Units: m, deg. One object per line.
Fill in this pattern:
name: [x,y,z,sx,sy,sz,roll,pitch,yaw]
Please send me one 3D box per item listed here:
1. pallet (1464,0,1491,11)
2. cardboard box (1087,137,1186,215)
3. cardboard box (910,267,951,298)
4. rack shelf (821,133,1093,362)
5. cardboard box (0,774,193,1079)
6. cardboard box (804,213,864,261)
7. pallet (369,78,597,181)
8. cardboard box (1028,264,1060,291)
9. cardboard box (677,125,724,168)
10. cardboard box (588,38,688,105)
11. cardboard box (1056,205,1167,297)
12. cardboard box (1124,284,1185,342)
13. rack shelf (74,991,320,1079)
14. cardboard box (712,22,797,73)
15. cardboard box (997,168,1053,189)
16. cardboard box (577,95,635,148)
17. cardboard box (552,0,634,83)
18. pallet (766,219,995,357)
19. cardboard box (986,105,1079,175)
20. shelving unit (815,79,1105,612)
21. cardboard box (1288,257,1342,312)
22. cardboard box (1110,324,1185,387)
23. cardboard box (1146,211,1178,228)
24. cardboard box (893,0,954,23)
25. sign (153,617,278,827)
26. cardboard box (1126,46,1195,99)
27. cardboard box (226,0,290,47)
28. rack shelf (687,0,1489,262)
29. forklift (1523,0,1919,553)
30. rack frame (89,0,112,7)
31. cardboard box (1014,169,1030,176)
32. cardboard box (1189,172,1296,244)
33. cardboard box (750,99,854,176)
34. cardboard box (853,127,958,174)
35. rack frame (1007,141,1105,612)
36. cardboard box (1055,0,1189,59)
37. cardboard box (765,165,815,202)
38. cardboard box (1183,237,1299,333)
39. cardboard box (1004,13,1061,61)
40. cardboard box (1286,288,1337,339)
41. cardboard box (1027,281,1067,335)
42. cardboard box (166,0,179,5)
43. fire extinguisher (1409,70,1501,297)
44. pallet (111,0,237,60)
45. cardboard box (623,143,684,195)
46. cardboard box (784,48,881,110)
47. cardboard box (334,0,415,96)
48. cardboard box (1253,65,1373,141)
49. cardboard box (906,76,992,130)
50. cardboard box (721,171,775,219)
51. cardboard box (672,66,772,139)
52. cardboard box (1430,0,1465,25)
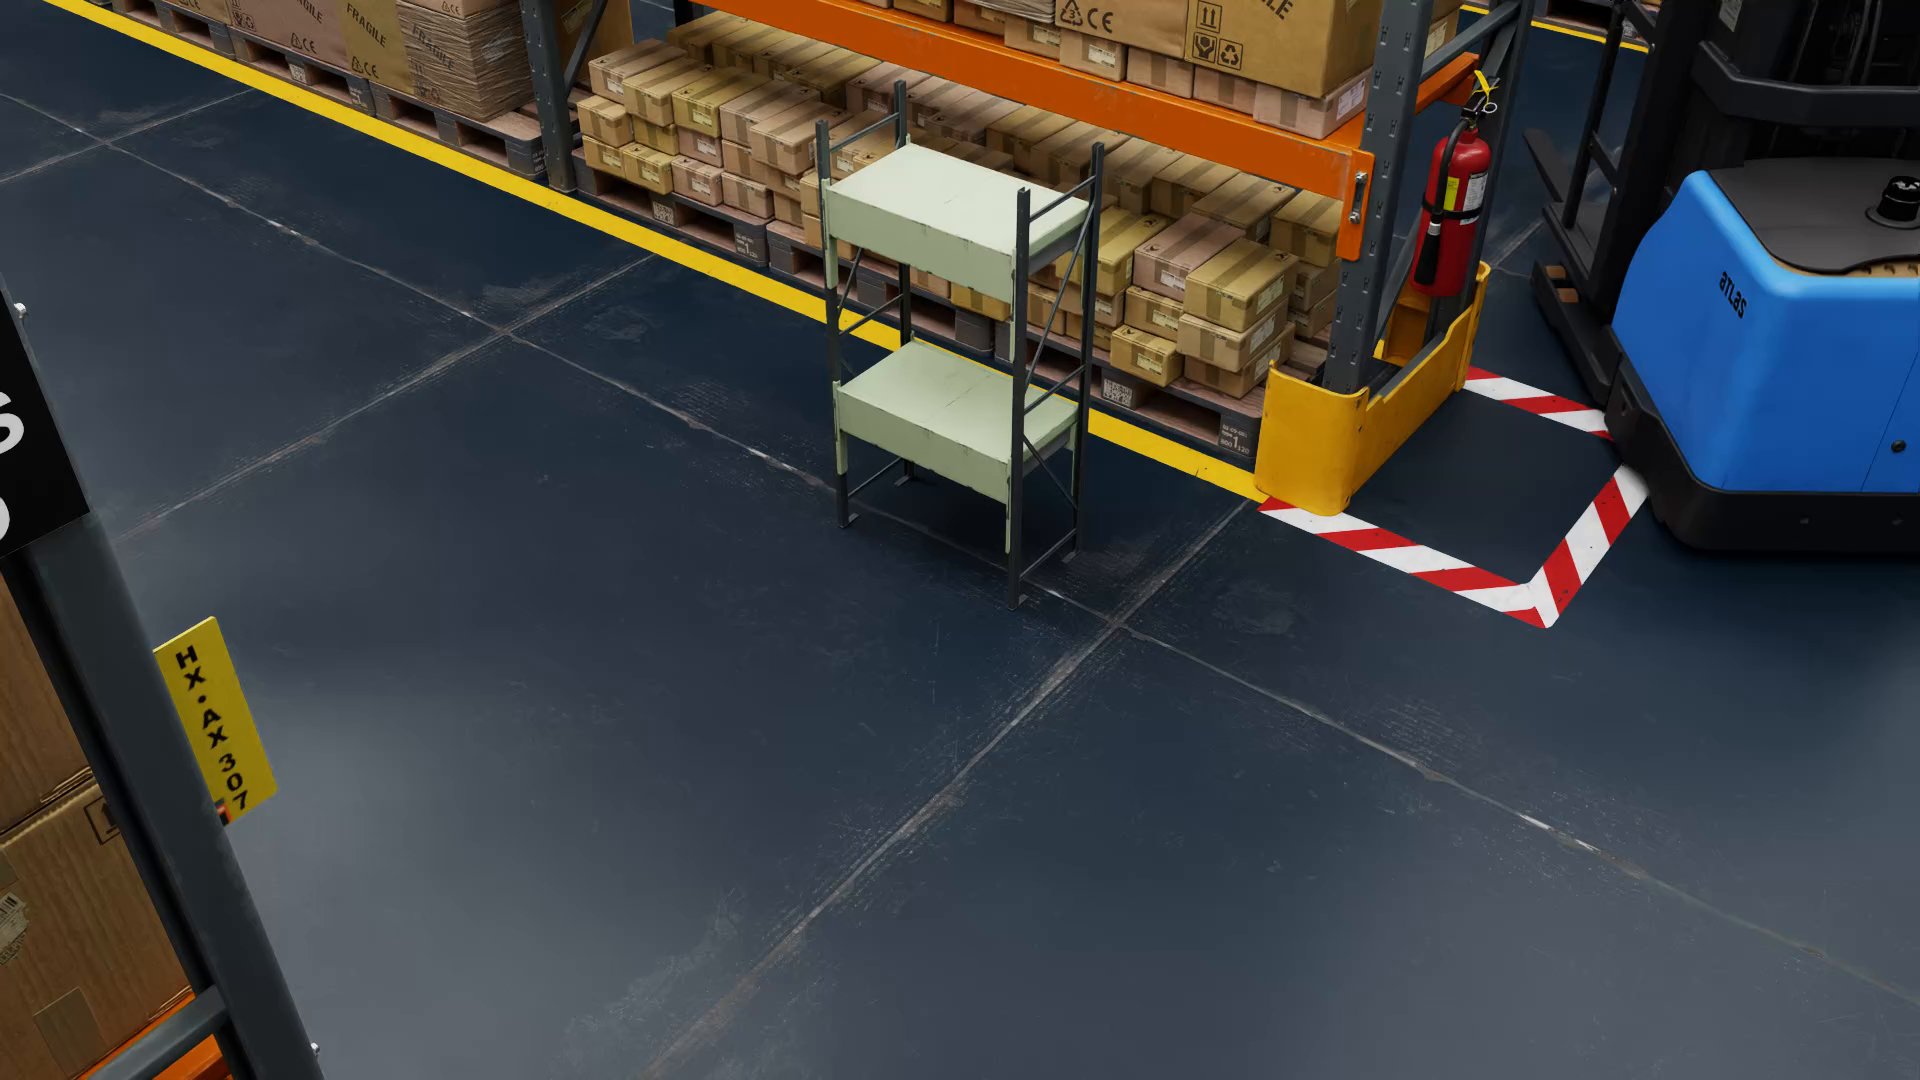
pallet: [3.032,-3.580,10.152,1.213,0.211,1.003,25,45,29]
cardboard box: [0.714,-1.462,6.674,0.250,0.149,0.380,23,44,27]
cardboard box: [-0.032,-1.158,6.768,0.250,0.149,0.380,26,45,29]
rack shelf: [-0.005,-0.900,5.050,0.720,0.370,0.431,25,45,29]
cardboard box: [-1.548,0.533,2.555,0.500,0.500,0.500,25,44,28]
cardboard box: [-0.442,-1.350,7.013,0.250,0.149,0.380,24,44,27]
pallet: [-2.211,-2.260,8.465,1.213,0.211,1.003,25,45,29]
cardboard box: [0.428,-1.132,6.493,0.250,0.149,0.380,25,44,28]
cardboard box: [-1.027,-1.810,7.359,0.250,0.149,0.380,25,44,28]
cardboard box: [-1.444,-2.114,7.506,0.250,0.149,0.380,27,46,30]
cardboard box: [0.564,-1.077,6.182,0.250,0.149,0.380,24,44,28]
cardboard box: [0.818,-0.911,6.211,0.250,0.149,0.380,24,44,28]
rack shelf: [-2.930,0.427,3.355,4.000,0.370,1.077,25,45,29]
cardboard box: [-0.924,-2.262,7.695,0.250,0.149,0.380,26,45,29]
cardboard box: [0.149,-1.279,6.439,0.250,0.149,0.380,27,45,30]
cardboard box: [-1.498,-1.935,7.518,0.250,0.149,0.380,27,46,30]
cardboard box: [-2.017,-2.655,8.395,0.500,0.500,0.500,27,45,30]
pallet: [-0.063,-1.278,7.211,1.213,0.211,1.003,25,45,29]
cardboard box: [0.319,-1.692,6.967,0.250,0.149,0.380,26,45,29]
shelving unit: [-0.005,-0.593,5.291,0.755,1.500,0.431,25,45,29]
cardboard box: [1.325,-1.051,6.390,0.250,0.149,0.380,27,46,30]
cardboard box: [0.775,-0.754,6.251,0.250,0.149,0.380,27,45,30]
cardboard box: [0.894,-1.229,6.618,0.250,0.149,0.380,26,45,29]
cardboard box: [-0.035,-2.071,6.165,0.250,0.149,0.380,26,45,29]
sign: [-0.999,0.251,2.230,0.005,0.325,0.100,25,45,29]
cardboard box: [0.772,-1.652,5.630,0.250,0.149,0.380,25,44,28]
cardboard box: [-3.550,-2.980,8.810,0.500,0.500,0.500,24,44,28]
rack shelf: [-0.003,-2.035,6.499,4.000,0.370,1.077,25,45,29]
forklift: [2.977,-1.990,5.914,1.130,2.935,3.031,1,38,1]
rack frame: [-4.769,-4.565,9.148,0.127,3.000,1.000,25,45,29]
cardboard box: [0.247,-1.513,6.980,0.250,0.149,0.380,28,46,31]
cardboard box: [1.084,-1.253,6.407,0.250,0.149,0.380,26,45,29]
cardboard box: [-0.657,-1.689,6.964,0.250,0.149,0.380,26,45,29]
cardboard box: [-0.218,-1.516,6.742,0.250,0.149,0.380,25,45,29]
rack frame: [0.285,-0.456,5.116,0.023,1.500,0.400,25,45,29]
cardboard box: [0.666,-1.963,5.502,0.500,0.500,0.500,25,44,28]
cardboard box: [-0.610,-1.593,7.082,0.250,0.149,0.380,27,46,30]
cardboard box: [1.011,-0.920,5.982,0.250,0.149,0.380,26,45,29]
cardboard box: [0.364,-1.849,5.882,0.250,0.149,0.380,23,44,27]
cardboard box: [1.364,-0.965,6.521,0.250,0.149,0.380,26,45,29]
cardboard box: [0.413,-0.981,6.541,0.250,0.149,0.380,26,45,29]
cardboard box: [-4.362,-3.356,9.291,0.500,0.500,0.500,23,44,27]
fire extinguisher: [1.505,-1.071,5.050,0.183,0.674,0.296,25,45,29]
pallet: [-4.149,-3.174,9.633,1.213,0.211,1.003,25,45,29]
cardboard box: [-1.286,-1.717,7.481,0.250,0.149,0.380,27,45,30]
cardboard box: [-0.563,-2.037,7.408,0.250,0.149,0.380,27,45,30]
cardboard box: [-2.740,-2.594,8.317,0.500,0.500,0.500,24,44,28]
cardboard box: [1.155,-1.454,5.377,0.250,0.149,0.380,25,45,29]
cardboard box: [-0.070,-1.886,7.215,0.250,0.149,0.380,24,44,27]
cardboard box: [-0.825,-1.578,7.305,0.250,0.149,0.380,24,44,28]
cardboard box: [-1.030,-1.911,7.247,0.250,0.149,0.380,25,44,28]
cardboard box: [1.397,-2.029,5.586,0.500,0.500,0.500,27,46,31]
